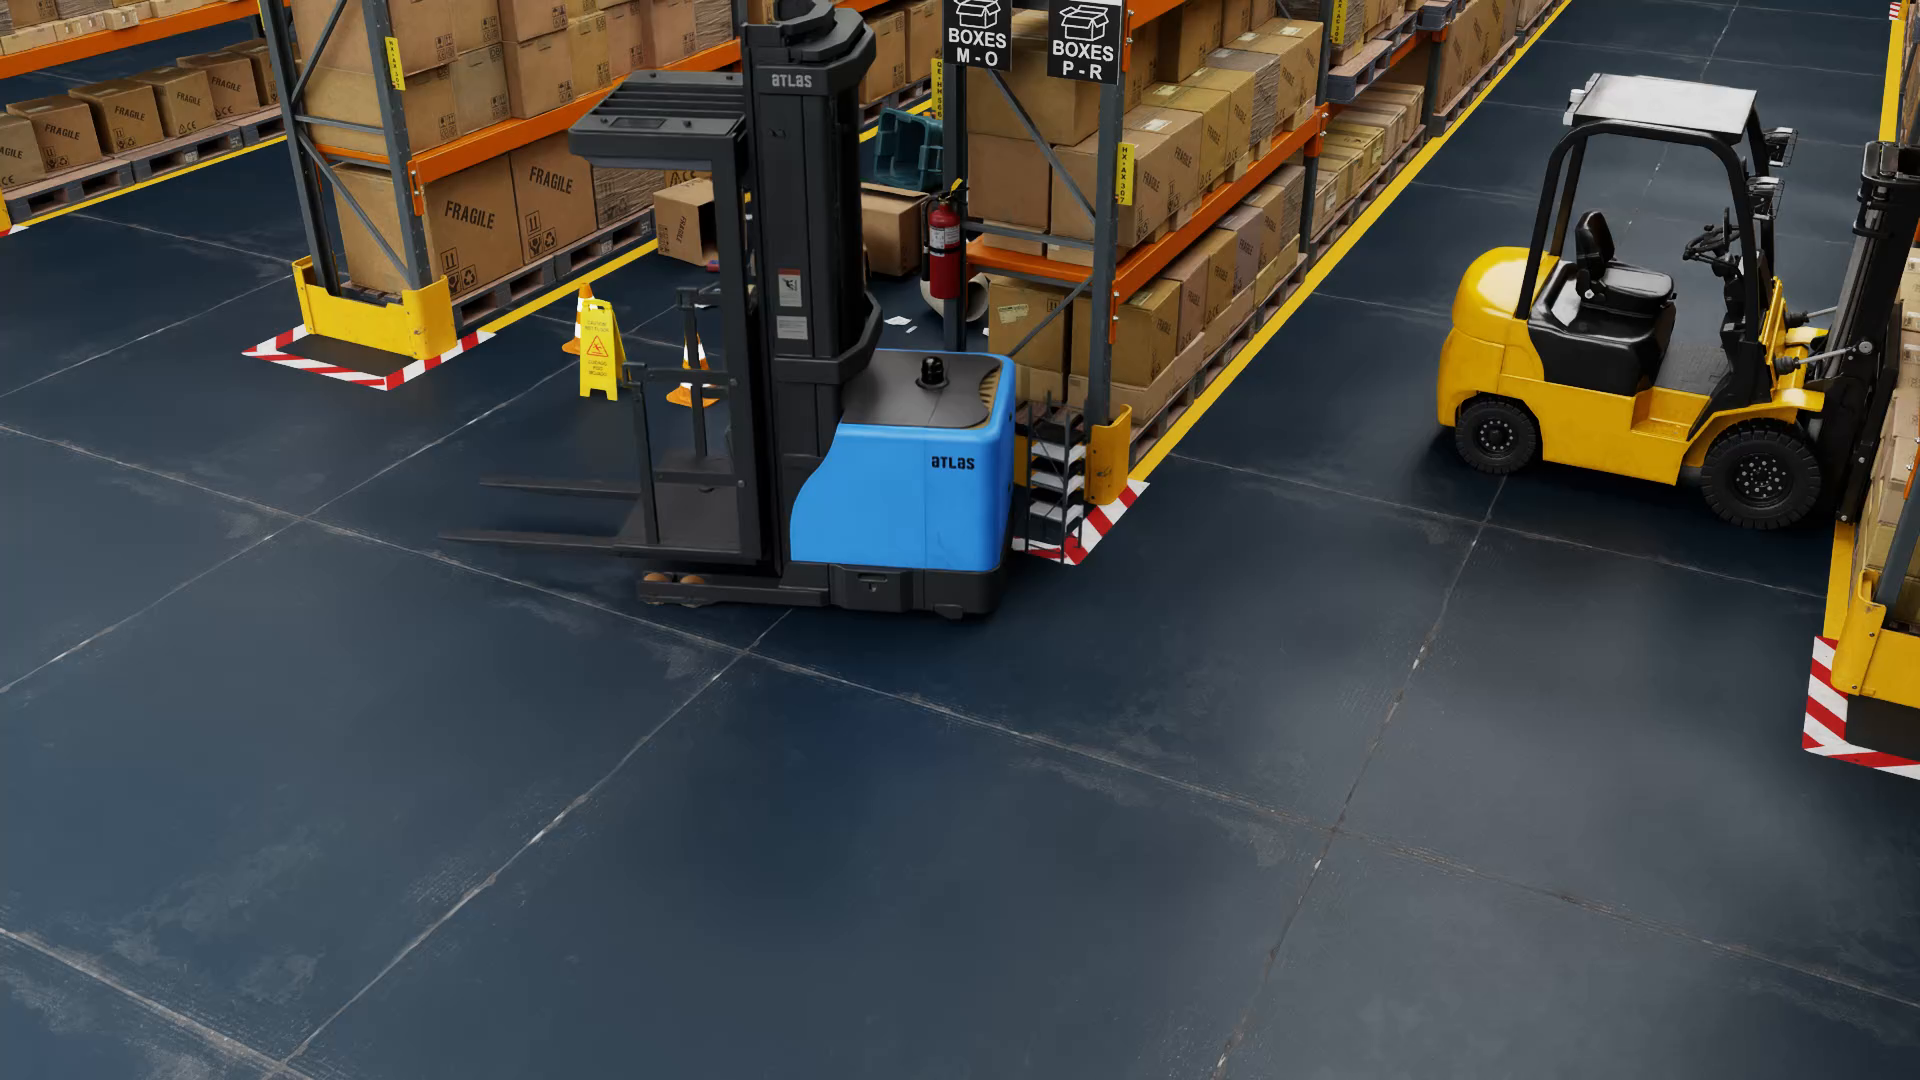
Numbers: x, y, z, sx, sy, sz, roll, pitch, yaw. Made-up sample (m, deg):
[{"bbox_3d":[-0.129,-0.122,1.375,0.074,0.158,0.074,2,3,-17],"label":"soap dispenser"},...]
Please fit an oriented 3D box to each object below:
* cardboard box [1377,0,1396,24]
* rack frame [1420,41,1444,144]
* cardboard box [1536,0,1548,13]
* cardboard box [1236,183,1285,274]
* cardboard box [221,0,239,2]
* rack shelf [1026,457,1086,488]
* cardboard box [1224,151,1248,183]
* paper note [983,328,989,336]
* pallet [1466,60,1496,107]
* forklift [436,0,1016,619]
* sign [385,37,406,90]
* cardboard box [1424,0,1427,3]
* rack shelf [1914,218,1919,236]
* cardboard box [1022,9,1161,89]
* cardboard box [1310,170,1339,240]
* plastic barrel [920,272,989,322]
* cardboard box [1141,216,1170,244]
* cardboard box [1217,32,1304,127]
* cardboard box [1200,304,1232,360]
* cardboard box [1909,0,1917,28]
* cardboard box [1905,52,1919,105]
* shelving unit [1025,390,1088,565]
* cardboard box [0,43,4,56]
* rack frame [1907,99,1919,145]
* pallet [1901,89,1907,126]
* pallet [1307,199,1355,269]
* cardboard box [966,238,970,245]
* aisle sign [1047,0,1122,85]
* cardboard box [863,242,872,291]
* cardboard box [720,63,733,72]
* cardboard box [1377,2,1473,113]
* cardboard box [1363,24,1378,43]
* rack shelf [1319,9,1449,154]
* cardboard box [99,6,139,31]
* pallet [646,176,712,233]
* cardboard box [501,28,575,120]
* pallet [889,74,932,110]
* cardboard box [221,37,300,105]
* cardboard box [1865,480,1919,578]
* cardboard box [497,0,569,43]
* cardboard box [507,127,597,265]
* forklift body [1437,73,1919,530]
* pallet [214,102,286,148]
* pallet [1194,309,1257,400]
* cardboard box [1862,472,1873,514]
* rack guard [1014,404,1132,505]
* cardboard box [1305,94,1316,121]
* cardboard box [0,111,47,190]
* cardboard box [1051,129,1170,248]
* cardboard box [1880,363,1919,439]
[{"bbox_3d":[3.133,-4.372,13.031,0.500,0.500,0.500,14,33,23],"label":"cardboard box"},{"bbox_3d":[4.021,-5.210,15.311,1.000,3.000,0.127,14,33,23],"label":"rack frame"},{"bbox_3d":[6.632,-6.705,20.066,0.875,0.438,0.875,13,32,22],"label":"cardboard box"},{"bbox_3d":[1.938,-2.203,11.660,0.500,0.500,0.500,15,33,24],"label":"cardboard box"},{"bbox_3d":[-6.764,-5.072,15.323,0.380,0.149,0.250,14,33,23],"label":"cardboard box"},{"bbox_3d":[0.514,-0.380,8.892,0.258,0.077,0.200,17,33,26],"label":"rack shelf"},{"bbox_3d":[1.635,-2.436,10.732,0.380,0.149,0.250,15,33,24],"label":"cardboard box"},{"bbox_3d":[0.237,-1.480,11.797,0.142,0.019,0.148,4,30,6],"label":"paper note"},{"bbox_3d":[5.004,-4.872,17.522,1.003,0.211,1.213,14,33,23],"label":"pallet"},{"bbox_3d":[-1.247,-1.176,8.354,3.031,2.935,1.130,3,30,6],"label":"forklift"},{"bbox_3d":[-3.585,-3.023,10.553,0.100,0.325,0.005,14,33,23],"label":"sign"},{"bbox_3d":[3.827,-4.718,14.284,0.380,0.149,0.250,13,32,21],"label":"cardboard box"},{"bbox_3d":[7.530,-2.887,11.988,1.077,0.370,4.000,14,33,23],"label":"rack shelf"},{"bbox_3d":[0.793,-3.018,10.090,0.700,0.500,0.500,14,33,23],"label":"cardboard box"},{"bbox_3d":[2.435,-2.712,13.178,0.950,0.372,0.625,15,33,24],"label":"cardboard box"},{"bbox_3d":[-0.030,-1.805,11.969,0.421,0.421,0.512,-12,32,-20],"label":"plastic barrel"},{"bbox_3d":[1.011,-1.873,9.751,0.380,0.149,0.250,13,32,22],"label":"cardboard box"},{"bbox_3d":[1.989,-3.126,11.282,0.500,0.500,0.500,15,33,25],"label":"cardboard box"},{"bbox_3d":[1.467,-1.417,11.046,0.500,0.250,0.500,17,34,27],"label":"cardboard box"},{"bbox_3d":[11.299,-6.111,18.967,0.700,0.500,0.500,16,33,25],"label":"cardboard box"},{"bbox_3d":[9.378,-4.335,15.875,0.500,0.500,0.500,13,32,22],"label":"cardboard box"},{"bbox_3d":[0.513,-0.331,8.920,0.258,0.900,0.210,17,33,26],"label":"shelving unit"},{"bbox_3d":[-7.973,-3.982,13.423,0.380,0.149,0.250,14,33,23],"label":"cardboard box"},{"bbox_3d":[8.441,-4.086,13.353,1.000,3.000,0.127,14,33,23],"label":"rack frame"},{"bbox_3d":[9.927,-4.280,16.492,1.003,0.211,1.213,14,33,23],"label":"pallet"},{"bbox_3d":[2.552,-2.573,13.519,1.003,0.211,1.213,14,33,23],"label":"pallet"},{"bbox_3d":[-0.083,-2.377,13.123,0.258,0.266,0.396,-7,31,-11],"label":"cardboard box"},{"bbox_3d":[0.624,-2.693,8.317,0.394,0.787,0.004,14,33,23],"label":"aisle sign"},{"bbox_3d":[-1.077,-1.934,12.113,0.797,0.503,0.637,-7,31,-11],"label":"cardboard box"},{"bbox_3d":[-2.051,-4.017,15.071,1.050,0.750,0.750,14,33,23],"label":"cardboard box"},{"bbox_3d":[4.409,-4.758,16.236,0.875,0.875,0.875,14,33,23],"label":"cardboard box"},{"bbox_3d":[3.069,-4.040,13.103,0.380,0.149,0.250,15,33,24],"label":"cardboard box"},{"bbox_3d":[3.110,-4.011,13.946,1.077,0.370,4.000,14,33,23],"label":"rack shelf"},{"bbox_3d":[-7.334,-4.518,14.358,0.380,0.149,0.250,14,33,23],"label":"cardboard box"},{"bbox_3d":[-2.670,-2.986,14.238,1.003,0.211,1.213,14,33,23],"label":"pallet"},{"bbox_3d":[-3.349,-3.450,12.095,0.875,0.550,0.550,14,33,23],"label":"cardboard box"},{"bbox_3d":[-0.858,-4.747,17.304,1.003,0.211,1.213,14,33,23],"label":"pallet"},{"bbox_3d":[-6.841,-4.615,16.362,0.500,0.500,0.500,13,32,22],"label":"cardboard box"},{"bbox_3d":[4.740,-0.032,8.132,0.500,0.250,0.500,14,33,23],"label":"cardboard box"},{"bbox_3d":[-3.328,-3.913,11.817,0.875,0.550,0.550,14,33,23],"label":"cardboard box"},{"bbox_3d":[-3.427,-2.709,12.666,0.875,0.875,0.875,14,33,23],"label":"cardboard box"},{"bbox_3d":[4.037,-1.426,9.573,2.313,2.155,1.214,14,33,23],"label":"forklift body"},{"bbox_3d":[-6.898,-4.170,16.300,1.003,0.211,1.213,14,33,23],"label":"pallet"},{"bbox_3d":[1.370,-1.379,11.439,1.003,0.211,1.213,14,33,23],"label":"pallet"},{"bbox_3d":[5.201,-0.247,9.007,0.500,0.250,0.500,15,33,24],"label":"cardboard box"},{"bbox_3d":[0.411,-0.613,9.816,1.175,0.500,0.348,14,33,23],"label":"rack guard"},{"bbox_3d":[2.324,-3.116,11.917,0.380,0.149,0.250,14,33,23],"label":"cardboard box"},{"bbox_3d":[-8.146,-3.283,14.043,0.500,0.500,0.500,21,36,32],"label":"cardboard box"},{"bbox_3d":[0.839,-1.983,9.292,0.500,0.500,0.500,14,33,23],"label":"cardboard box"},{"bbox_3d":[5.177,-0.691,8.777,0.500,0.250,0.500,15,33,24],"label":"cardboard box"}]
